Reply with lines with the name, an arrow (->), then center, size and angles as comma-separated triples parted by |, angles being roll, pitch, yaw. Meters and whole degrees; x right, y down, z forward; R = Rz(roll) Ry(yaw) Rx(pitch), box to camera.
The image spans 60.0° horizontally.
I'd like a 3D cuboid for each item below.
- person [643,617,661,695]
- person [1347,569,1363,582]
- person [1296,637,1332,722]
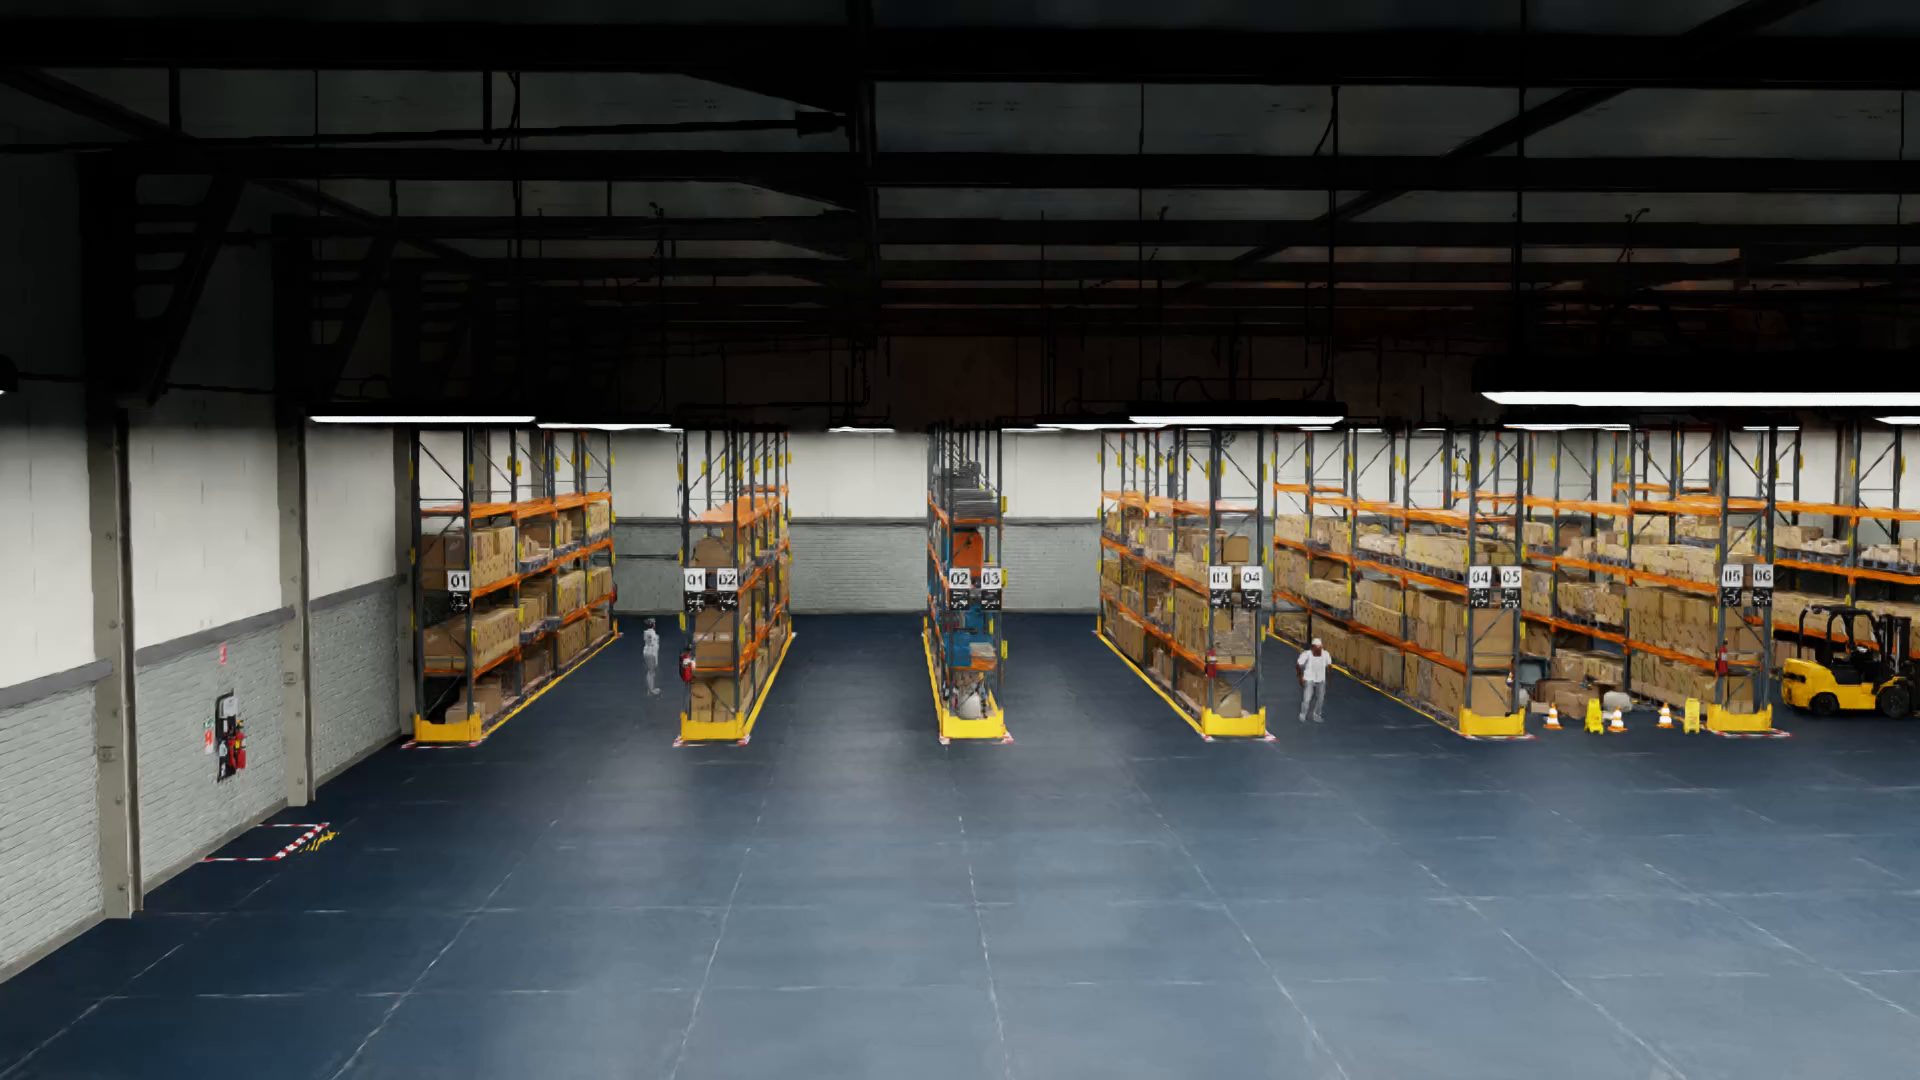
person -> -6.735, 2.538, 36.466 | 0.409, 1.674, 0.532 | -2, 4, -33
person -> 12.277, 1.543, 51.582 | 0.620, 1.766, 0.619 | 2, 4, 33
person -> 7.014, 2.767, 32.906 | 0.719, 1.714, 0.578 | 0, 4, -3
